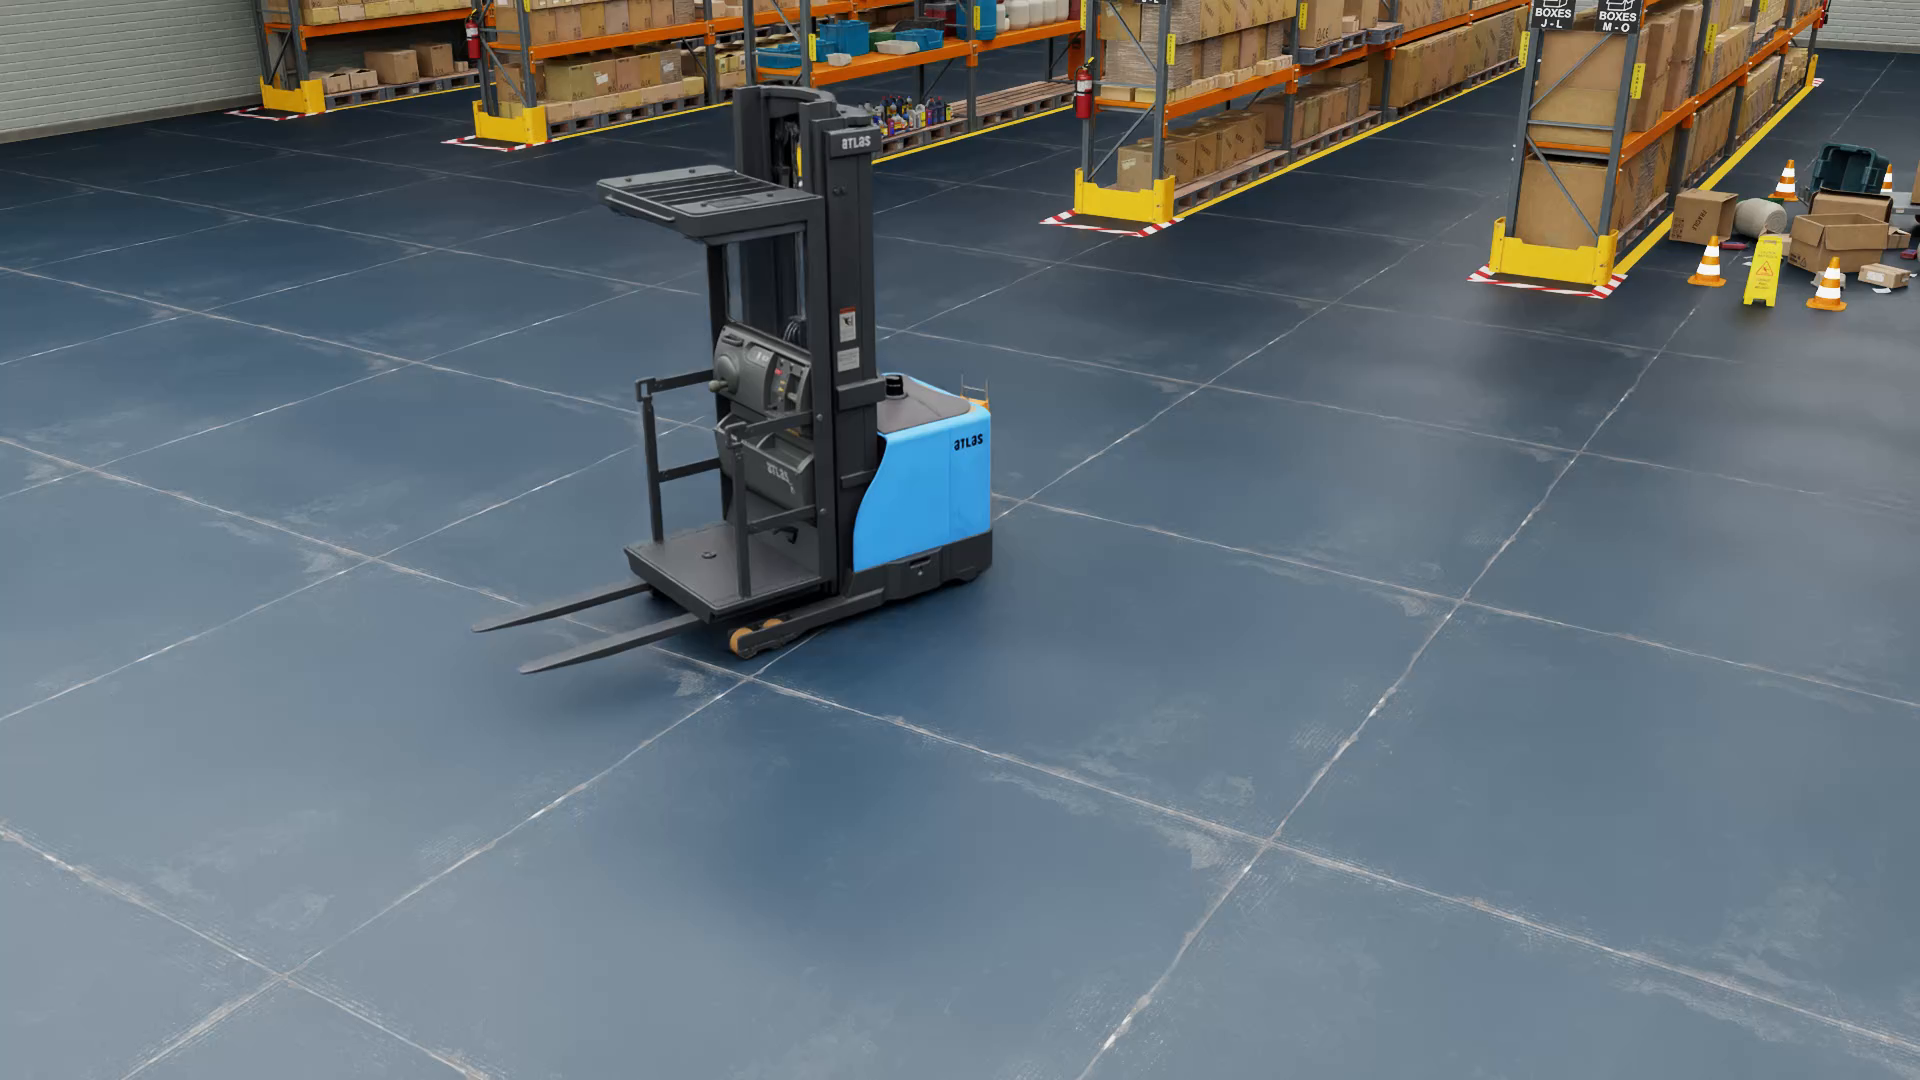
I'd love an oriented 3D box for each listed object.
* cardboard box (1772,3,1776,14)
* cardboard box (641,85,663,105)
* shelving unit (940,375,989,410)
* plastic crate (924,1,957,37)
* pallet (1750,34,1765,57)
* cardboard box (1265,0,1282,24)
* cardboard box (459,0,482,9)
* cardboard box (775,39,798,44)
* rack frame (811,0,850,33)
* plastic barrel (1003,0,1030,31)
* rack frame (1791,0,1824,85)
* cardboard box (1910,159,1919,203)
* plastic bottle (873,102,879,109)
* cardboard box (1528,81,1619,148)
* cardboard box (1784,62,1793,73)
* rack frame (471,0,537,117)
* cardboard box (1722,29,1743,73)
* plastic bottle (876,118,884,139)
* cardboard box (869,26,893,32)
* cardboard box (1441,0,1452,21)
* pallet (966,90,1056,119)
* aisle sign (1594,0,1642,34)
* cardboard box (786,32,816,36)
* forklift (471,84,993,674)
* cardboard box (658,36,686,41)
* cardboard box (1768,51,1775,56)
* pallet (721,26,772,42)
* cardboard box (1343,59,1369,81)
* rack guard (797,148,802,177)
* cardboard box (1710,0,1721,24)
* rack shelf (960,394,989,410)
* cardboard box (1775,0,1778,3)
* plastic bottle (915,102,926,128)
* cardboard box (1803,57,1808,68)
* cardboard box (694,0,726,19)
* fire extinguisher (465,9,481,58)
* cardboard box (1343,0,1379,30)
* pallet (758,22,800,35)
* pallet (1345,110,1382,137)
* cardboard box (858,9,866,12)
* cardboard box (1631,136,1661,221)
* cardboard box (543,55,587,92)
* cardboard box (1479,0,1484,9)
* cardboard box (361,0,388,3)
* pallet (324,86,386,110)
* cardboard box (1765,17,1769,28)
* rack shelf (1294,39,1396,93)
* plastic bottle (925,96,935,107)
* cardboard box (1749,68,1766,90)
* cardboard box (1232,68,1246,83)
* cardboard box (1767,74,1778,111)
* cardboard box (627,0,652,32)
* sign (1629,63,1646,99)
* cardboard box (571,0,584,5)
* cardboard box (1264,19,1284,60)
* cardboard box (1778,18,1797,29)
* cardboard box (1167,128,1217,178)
[{"bbox_3d":[11.777,-7.832,24.478,0.380,0.149,0.250,12,26,26],"label":"cardboard box"},{"bbox_3d":[-5.007,-6.987,26.047,0.500,0.250,0.500,14,27,29],"label":"cardboard box"},{"bbox_3d":[0.028,-0.500,10.583,0.215,1.050,0.252,14,27,29],"label":"shelving unit"},{"bbox_3d":[-0.223,-7.815,24.946,0.402,0.464,0.583,14,27,29],"label":"plastic crate"},{"bbox_3d":[10.545,-6.971,23.319,1.213,0.211,1.003,14,27,29],"label":"pallet"},{"bbox_3d":[3.723,-6.783,20.883,0.500,0.500,0.500,14,27,29],"label":"cardboard box"},{"bbox_3d":[-8.628,-9.351,28.738,0.500,0.250,0.500,14,27,29],"label":"cardboard box"},{"bbox_3d":[-2.919,-8.560,28.975,0.500,0.311,0.500,14,27,29],"label":"cardboard box"},{"bbox_3d":[-2.315,-9.947,29.952,1.000,3.000,0.127,14,27,29],"label":"rack frame"},{"bbox_3d":[0.859,-8.145,25.617,0.433,0.535,0.433,0,23,0],"label":"plastic barrel"},{"bbox_3d":[14.480,-9.497,28.911,1.000,3.000,0.127,14,27,29],"label":"rack frame"},{"bbox_3d":[10.880,-4.006,18.422,0.500,0.500,0.500,14,27,29],"label":"cardboard box"},{"bbox_3d":[-1.219,-6.217,24.201,0.061,0.283,0.133,15,28,31],"label":"plastic bottle"},{"bbox_3d":[6.197,-4.300,16.718,0.875,0.550,0.550,14,27,29],"label":"cardboard box"},{"bbox_3d":[13.336,-7.715,27.106,0.380,0.149,0.250,15,27,30],"label":"cardboard box"},{"bbox_3d":[-6.535,-7.247,23.715,1.000,3.000,0.127,14,27,29],"label":"rack frame"},{"bbox_3d":[9.722,-6.297,21.395,0.500,0.500,0.500,13,27,28],"label":"cardboard box"},{"bbox_3d":[-1.107,-5.704,23.031,0.097,0.271,0.097,0,23,0],"label":"plastic bottle"},{"bbox_3d":[-1.561,-9.274,30.989,0.500,0.500,0.500,13,27,27],"label":"cardboard box"},{"bbox_3d":[7.658,-8.707,26.962,0.500,0.500,0.500,14,27,28],"label":"cardboard box"},{"bbox_3d":[0.805,-6.965,26.573,1.003,0.211,1.213,14,27,29],"label":"pallet"},{"bbox_3d":[6.257,-5.203,15.720,0.394,0.787,0.004,14,27,29],"label":"aisle sign"},{"bbox_3d":[-2.841,-9.020,30.037,0.500,0.311,0.500,15,28,31],"label":"cardboard box"},{"bbox_3d":[-1.275,-0.925,9.198,3.031,2.935,1.130,-17,29,-34],"label":"forklift"},{"bbox_3d":[-6.026,-10.411,33.200,0.750,0.750,0.750,13,27,28],"label":"cardboard box"},{"bbox_3d":[13.871,-8.430,28.758,0.380,0.149,0.250,14,27,30],"label":"cardboard box"},{"bbox_3d":[-4.758,-10.778,35.381,1.003,0.211,1.213,14,27,29],"label":"pallet"},{"bbox_3d":[5.771,-7.036,24.877,0.500,0.250,0.500,15,28,31],"label":"cardboard box"},{"bbox_3d":[-2.328,-5.096,21.893,1.175,0.500,0.348,14,27,29],"label":"rack guard"},{"bbox_3d":[8.943,-6.464,20.522,0.700,0.500,0.500,14,27,29],"label":"cardboard box"},{"bbox_3d":[0.028,-0.751,10.475,0.215,0.259,0.240,14,27,29],"label":"rack shelf"},{"bbox_3d":[11.907,-8.054,24.618,0.380,0.149,0.250,14,27,29],"label":"cardboard box"},{"bbox_3d":[-0.585,-6.093,23.828,0.144,0.351,0.185,14,27,29],"label":"plastic bottle"},{"bbox_3d":[14.444,-8.279,28.785,0.380,0.149,0.250,13,27,28],"label":"cardboard box"},{"bbox_3d":[-4.202,-8.704,27.268,0.500,0.250,0.500,16,28,32],"label":"cardboard box"},{"bbox_3d":[-6.992,-7.269,23.863,0.296,0.674,0.183,14,27,29],"label":"fire extinguisher"},{"bbox_3d":[5.639,-7.709,24.126,0.700,0.500,0.500,19,30,37],"label":"cardboard box"},{"bbox_3d":[-3.948,-11.295,36.575,1.003,0.211,1.213,14,27,29],"label":"pallet"},{"bbox_3d":[5.686,-6.327,25.099,1.003,0.211,1.213,14,27,29],"label":"pallet"},{"bbox_3d":[-2.590,-12.472,38.403,0.700,0.500,0.500,14,27,29],"label":"cardboard box"},{"bbox_3d":[7.286,-4.161,18.733,0.875,0.875,0.875,14,27,29],"label":"cardboard box"},{"bbox_3d":[-5.990,-7.106,25.378,0.500,0.500,0.500,14,27,29],"label":"cardboard box"},{"bbox_3d":[8.786,-9.223,28.596,0.380,0.149,0.250,13,27,27],"label":"cardboard box"},{"bbox_3d":[-9.691,-9.004,26.994,0.500,0.500,0.500,13,27,27],"label":"cardboard box"},{"bbox_3d":[-10.246,-7.297,27.339,1.003,0.211,1.213,14,27,29],"label":"pallet"},{"bbox_3d":[11.503,-7.518,24.128,0.380,0.149,0.250,13,27,27],"label":"cardboard box"},{"bbox_3d":[5.044,-6.865,23.737,1.077,0.370,4.000,14,27,29],"label":"rack shelf"},{"bbox_3d":[-0.436,-6.297,24.300,0.144,0.351,0.185,14,27,29],"label":"plastic bottle"},{"bbox_3d":[11.369,-6.704,24.133,0.500,0.250,0.500,14,27,29],"label":"cardboard box"},{"bbox_3d":[3.322,-5.767,20.613,0.380,0.149,0.250,14,27,29],"label":"cardboard box"},{"bbox_3d":[12.193,-6.889,25.507,0.500,0.500,0.500,13,27,28],"label":"cardboard box"},{"bbox_3d":[-5.194,-8.144,25.661,0.700,0.500,0.500,14,27,30],"label":"cardboard box"},{"bbox_3d":[6.508,-4.412,15.976,0.100,0.325,0.005,14,27,29],"label":"sign"},{"bbox_3d":[-5.740,-7.936,24.364,0.380,0.149,0.250,13,27,28],"label":"cardboard box"},{"bbox_3d":[3.699,-6.563,21.635,0.875,0.500,0.500,14,27,29],"label":"cardboard box"},{"bbox_3d":[12.797,-8.058,25.905,0.380,0.149,0.250,15,28,31],"label":"cardboard box"},{"bbox_3d":[2.855,-4.839,20.770,0.500,0.500,0.500,17,29,34],"label":"cardboard box"}]
